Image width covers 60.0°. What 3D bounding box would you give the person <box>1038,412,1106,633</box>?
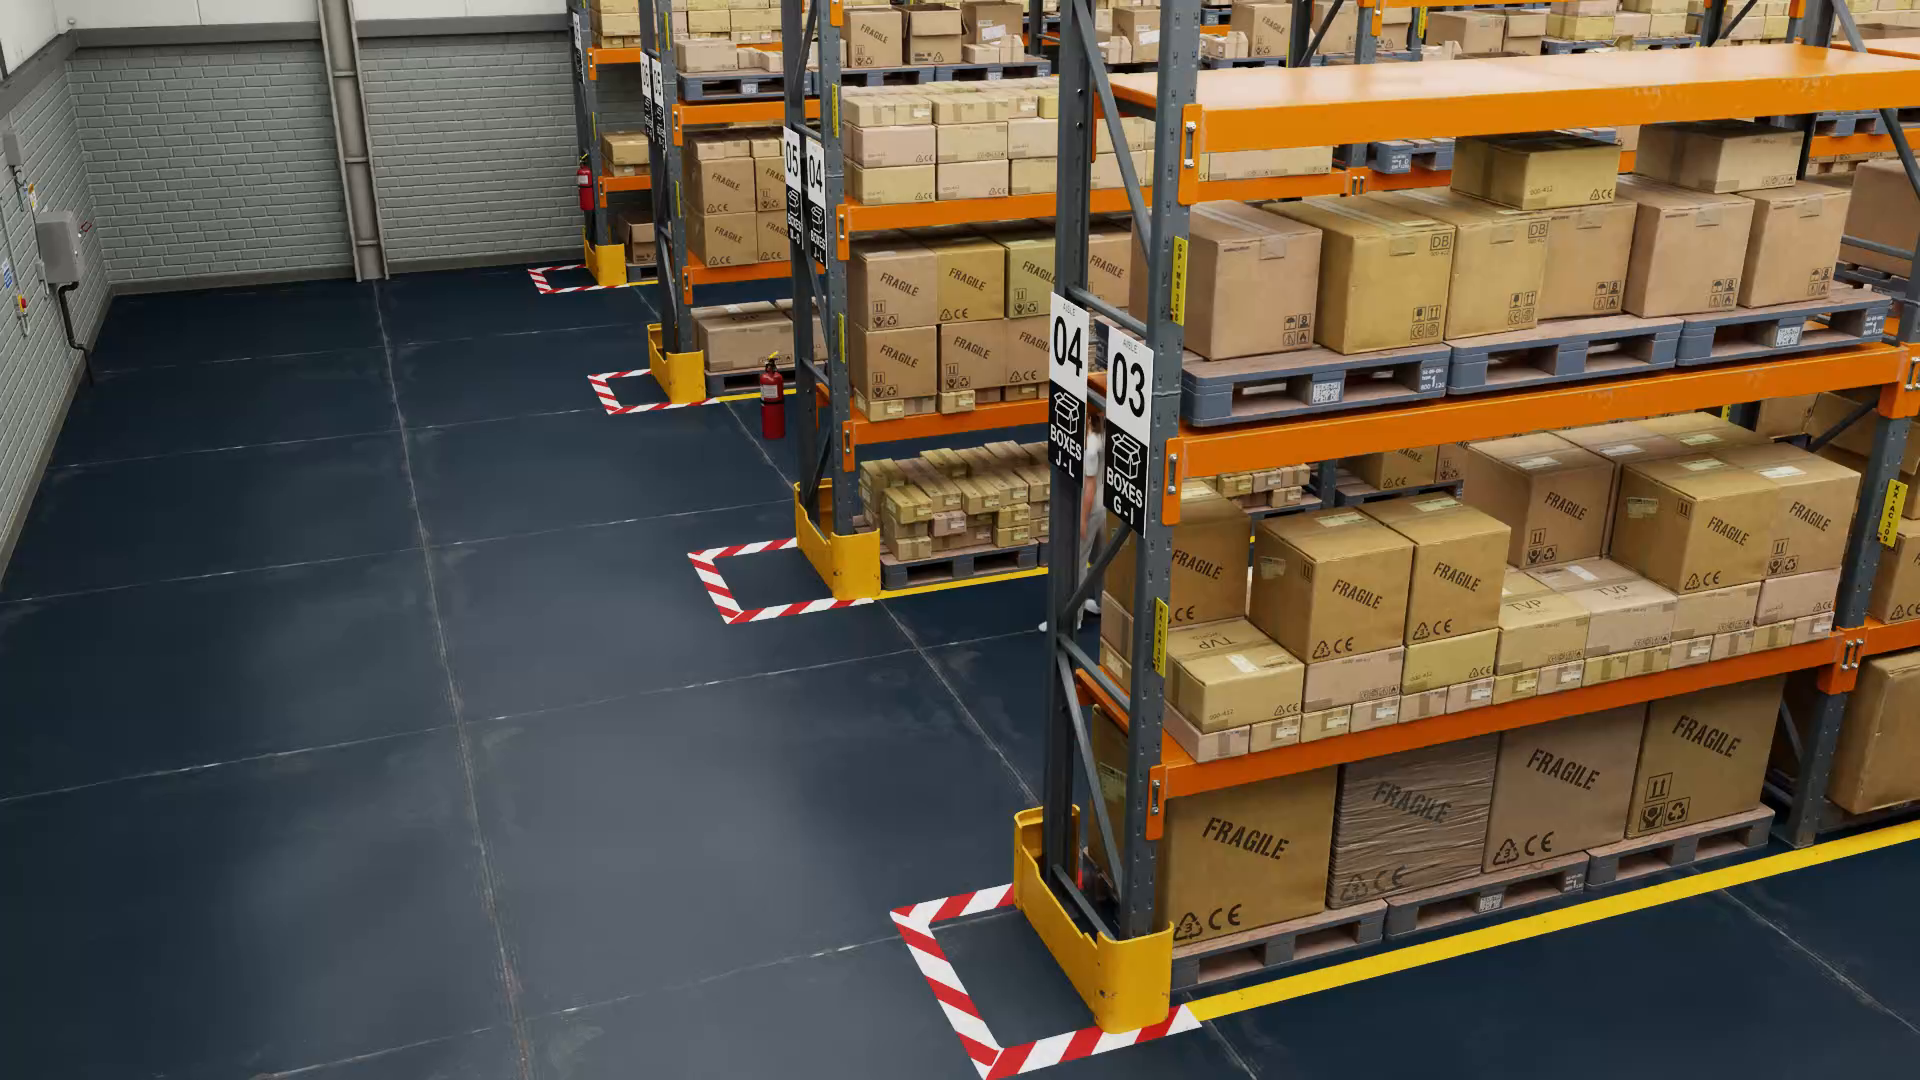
[{"bbox_3d":[0.835,-0.196,11.279,0.546,1.673,0.486,3,23,7],"label":"person"}]
